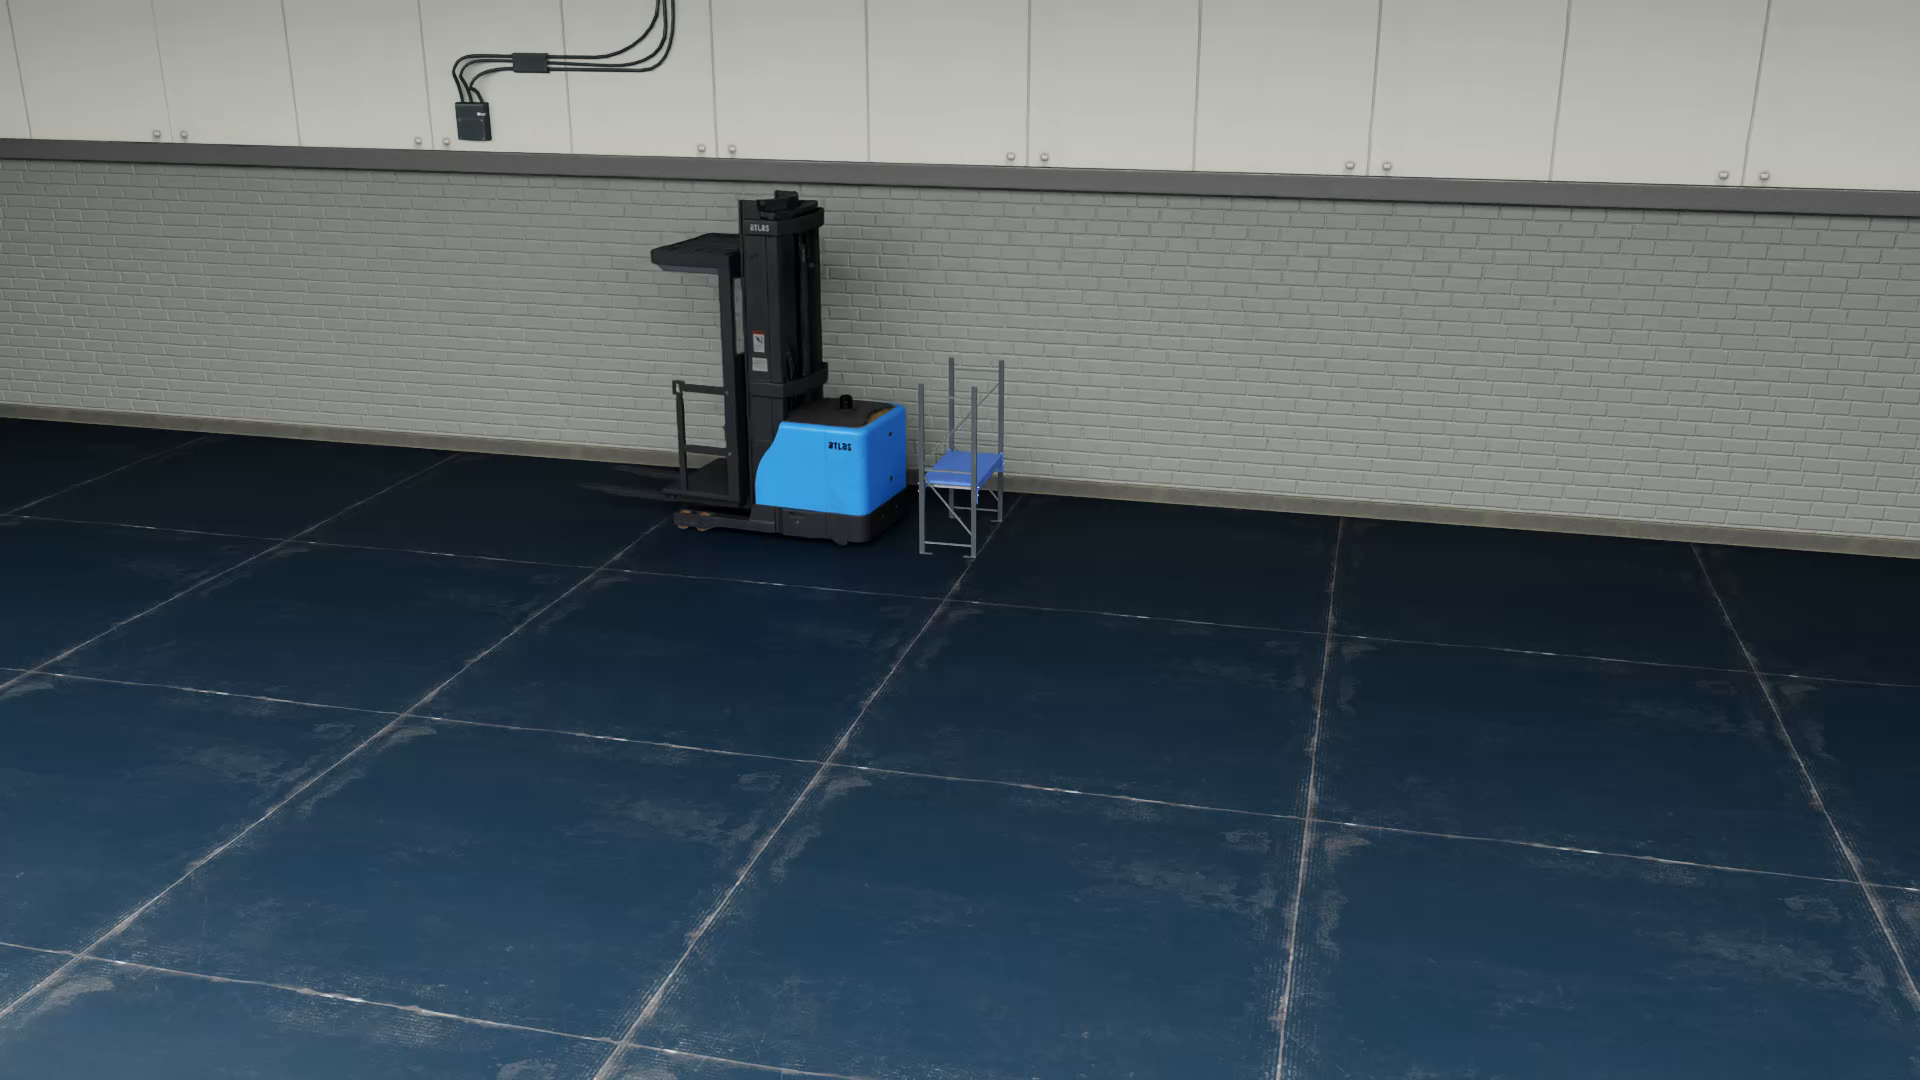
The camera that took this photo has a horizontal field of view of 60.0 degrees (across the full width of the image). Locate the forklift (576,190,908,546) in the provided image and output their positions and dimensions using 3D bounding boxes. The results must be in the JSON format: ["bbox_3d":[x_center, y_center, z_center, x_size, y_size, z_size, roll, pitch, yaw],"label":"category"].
[{"bbox_3d":[-2.045,-1.616,14.885,3.031,2.935,1.130,7,20,19],"label":"forklift"}]

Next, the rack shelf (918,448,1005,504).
[{"bbox_3d":[0.021,-0.566,14.582,0.538,0.185,1.000,5,19,13],"label":"rack shelf"}]

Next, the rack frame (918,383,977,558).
[{"bbox_3d":[-0.103,-0.577,14.057,0.500,1.500,0.032,5,19,13],"label":"rack frame"}]

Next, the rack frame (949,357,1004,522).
[{"bbox_3d":[0.145,-0.896,14.990,0.500,1.500,0.032,5,19,13],"label":"rack frame"}]

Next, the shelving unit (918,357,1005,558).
[{"bbox_3d":[0.021,-0.736,14.523,0.538,1.500,1.048,5,19,13],"label":"shelving unit"}]
